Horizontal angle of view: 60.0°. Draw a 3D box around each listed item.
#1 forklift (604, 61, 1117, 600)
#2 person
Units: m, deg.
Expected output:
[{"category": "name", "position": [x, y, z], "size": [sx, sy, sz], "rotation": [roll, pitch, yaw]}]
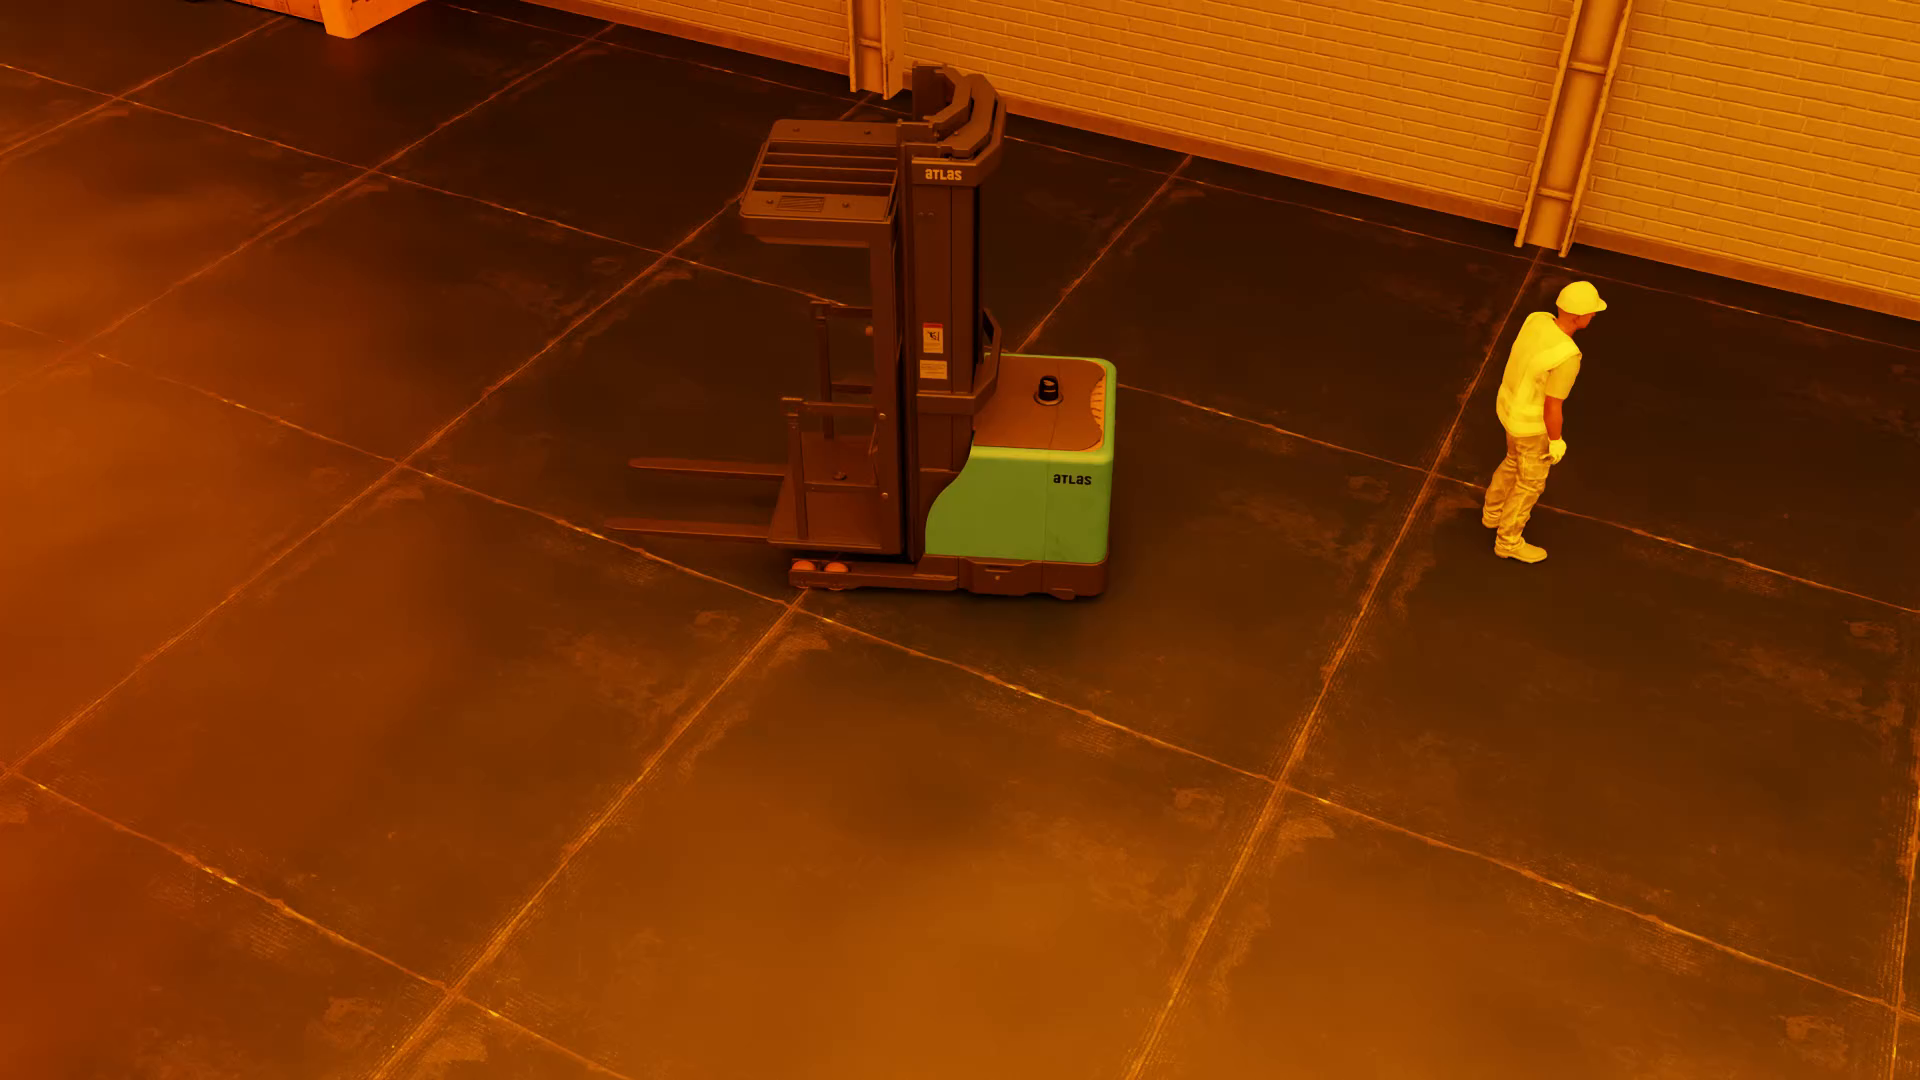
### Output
[{"category": "forklift", "position": [-0.606, -1.157, 9.360], "size": [3.031, 2.935, 1.130], "rotation": [3, 40, 4]}, {"category": "person", "position": [3.381, -0.719, 9.741], "size": [0.451, 1.773, 0.626], "rotation": [-2, 40, -2]}]
